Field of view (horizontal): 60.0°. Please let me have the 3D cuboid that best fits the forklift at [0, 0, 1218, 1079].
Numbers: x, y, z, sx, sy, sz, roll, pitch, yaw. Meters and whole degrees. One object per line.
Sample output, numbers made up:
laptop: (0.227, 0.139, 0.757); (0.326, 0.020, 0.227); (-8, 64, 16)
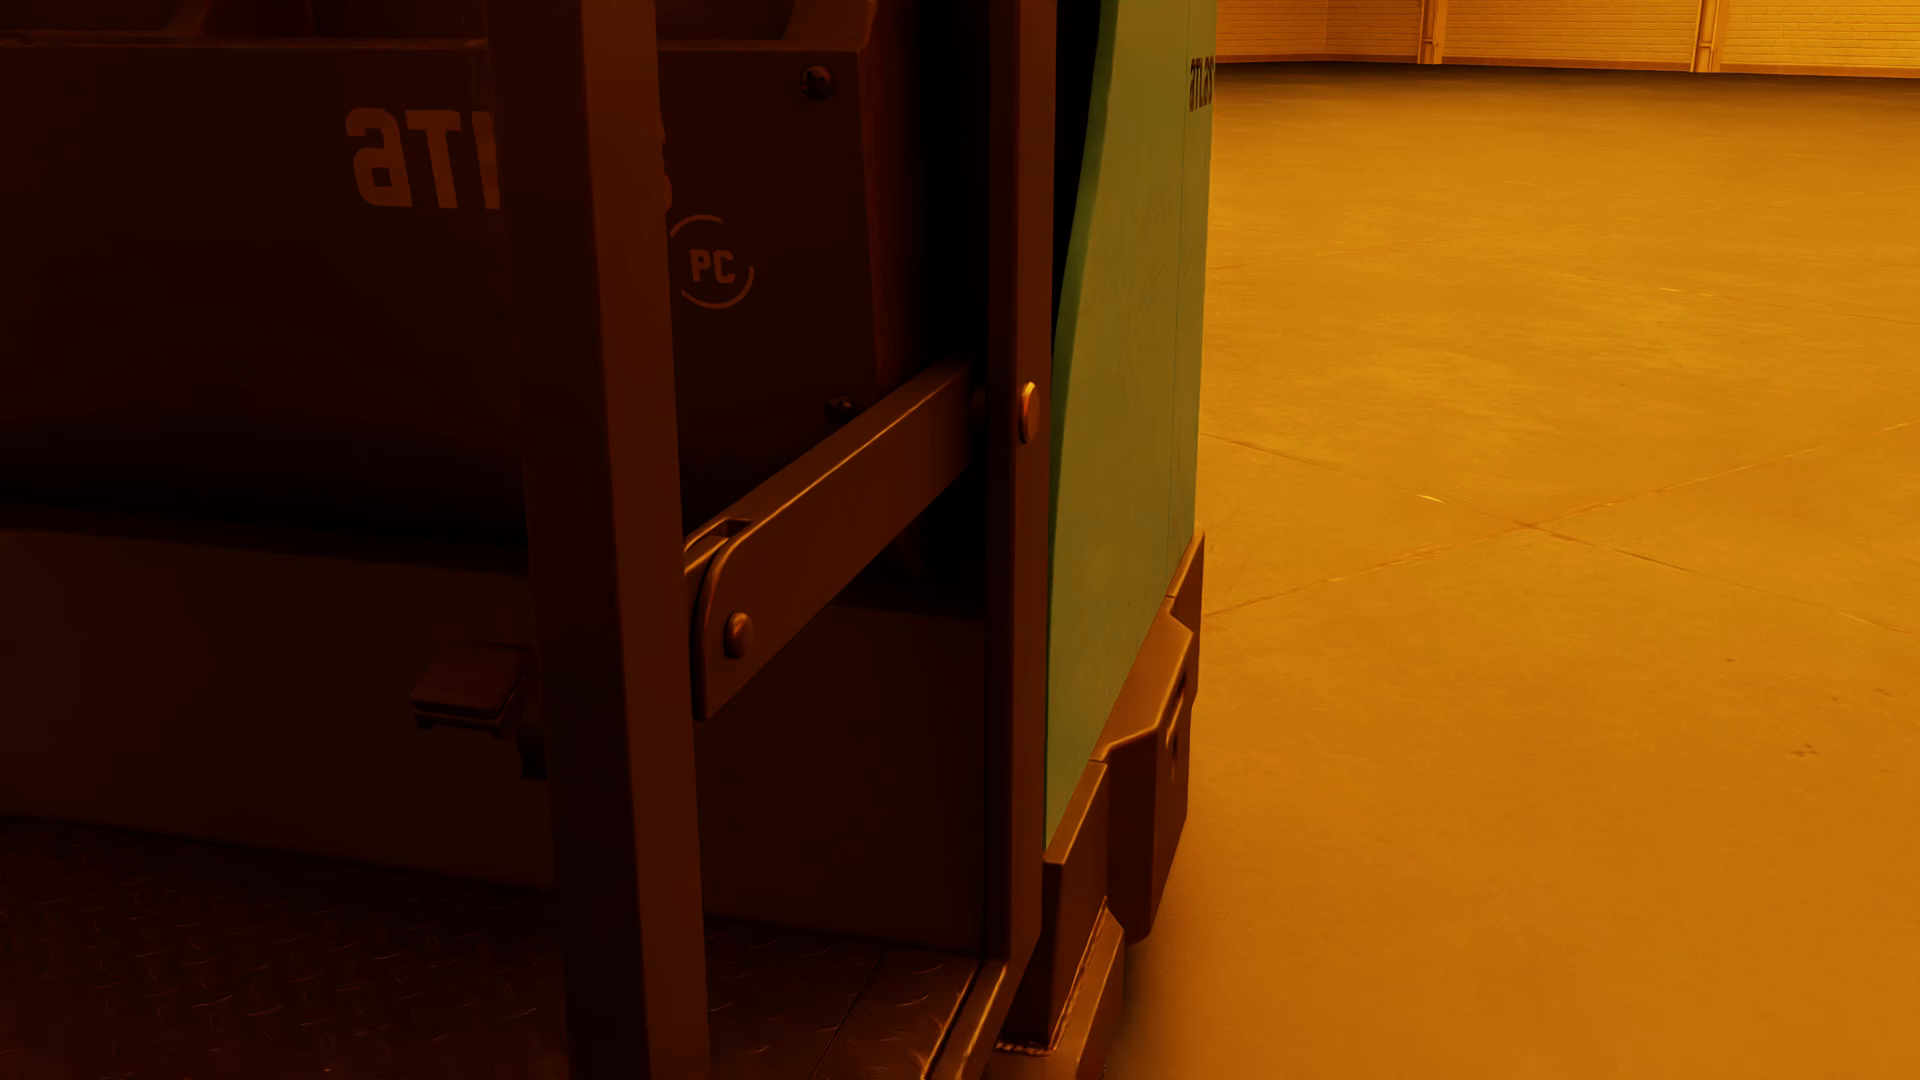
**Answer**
forklift: (-0.539, -0.739, 0.789); (1.130, 2.935, 3.031); (5, 18, 14)
